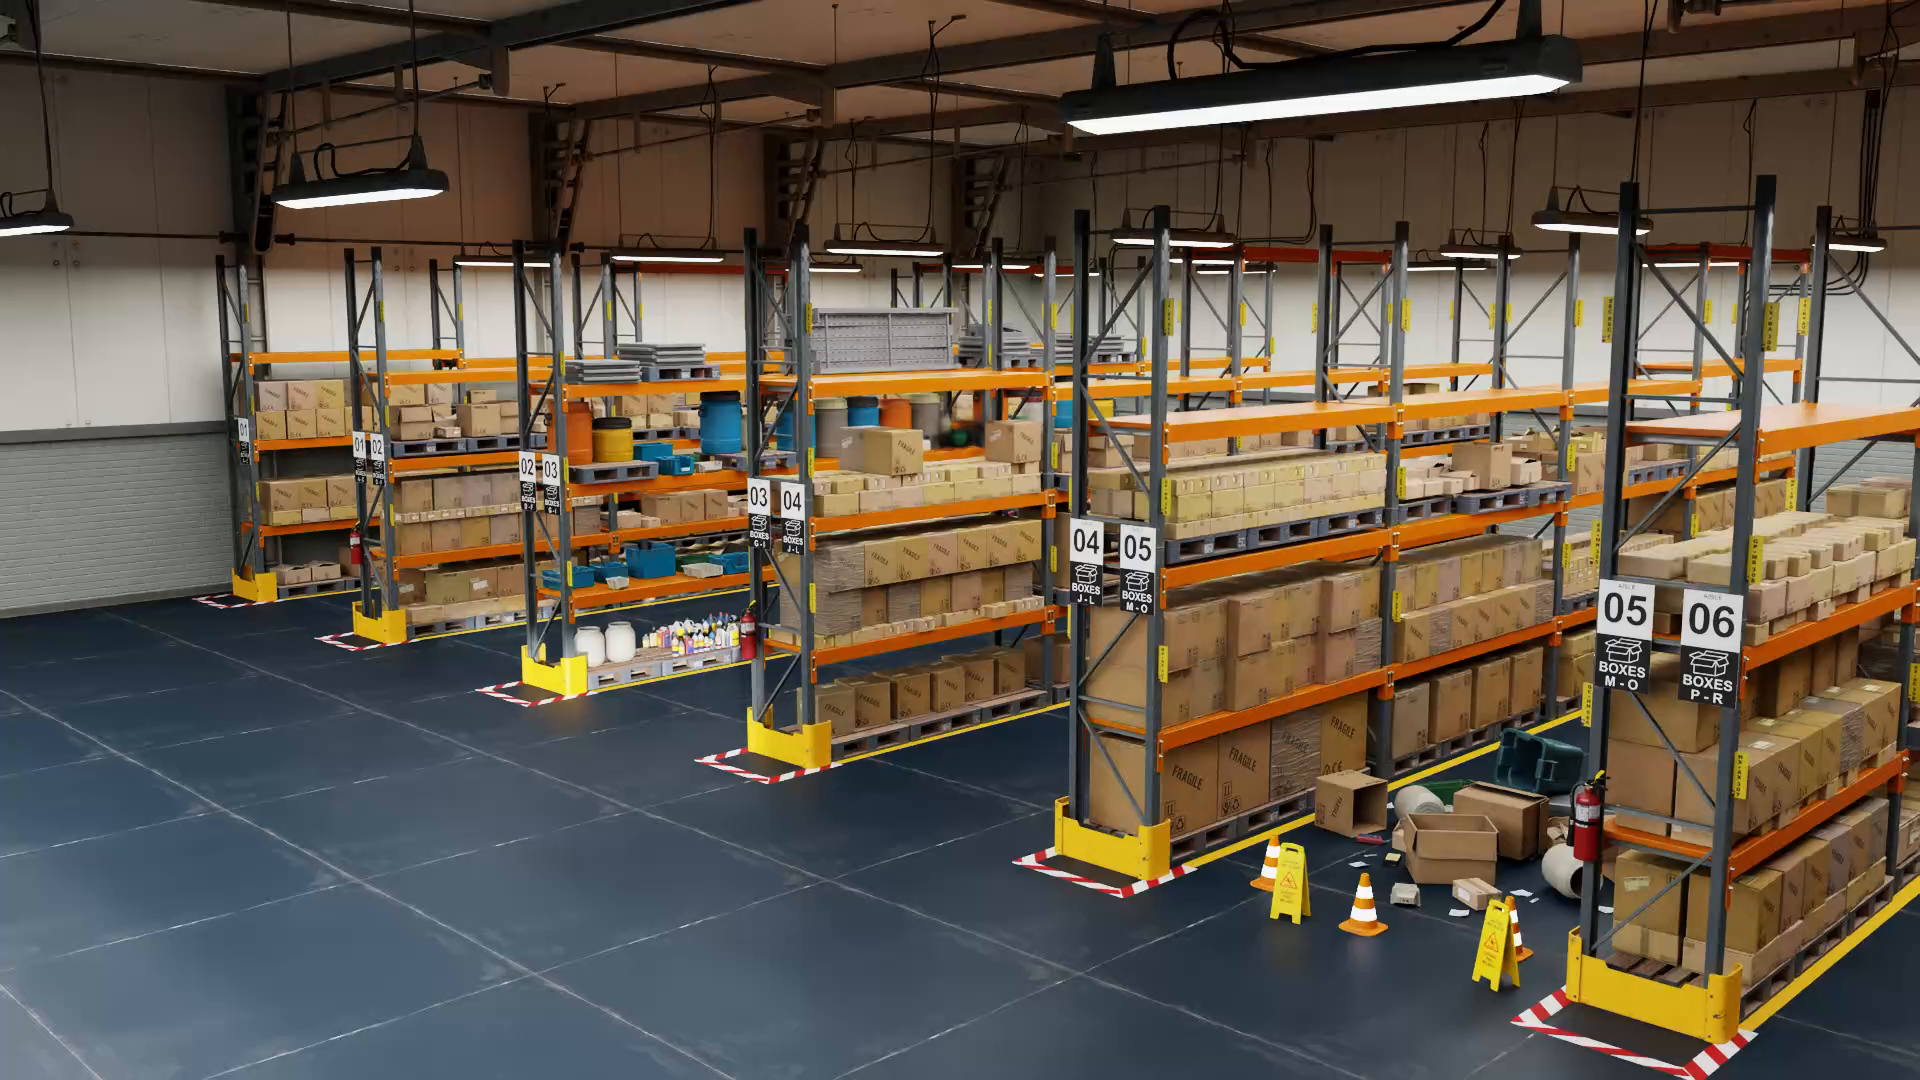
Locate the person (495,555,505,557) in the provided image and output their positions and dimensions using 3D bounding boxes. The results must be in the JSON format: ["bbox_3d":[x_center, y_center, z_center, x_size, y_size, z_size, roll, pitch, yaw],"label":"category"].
[{"bbox_3d":[-8.082,0.241,29.139,0.576,1.631,0.542,7,11,41],"label":"person"}]
